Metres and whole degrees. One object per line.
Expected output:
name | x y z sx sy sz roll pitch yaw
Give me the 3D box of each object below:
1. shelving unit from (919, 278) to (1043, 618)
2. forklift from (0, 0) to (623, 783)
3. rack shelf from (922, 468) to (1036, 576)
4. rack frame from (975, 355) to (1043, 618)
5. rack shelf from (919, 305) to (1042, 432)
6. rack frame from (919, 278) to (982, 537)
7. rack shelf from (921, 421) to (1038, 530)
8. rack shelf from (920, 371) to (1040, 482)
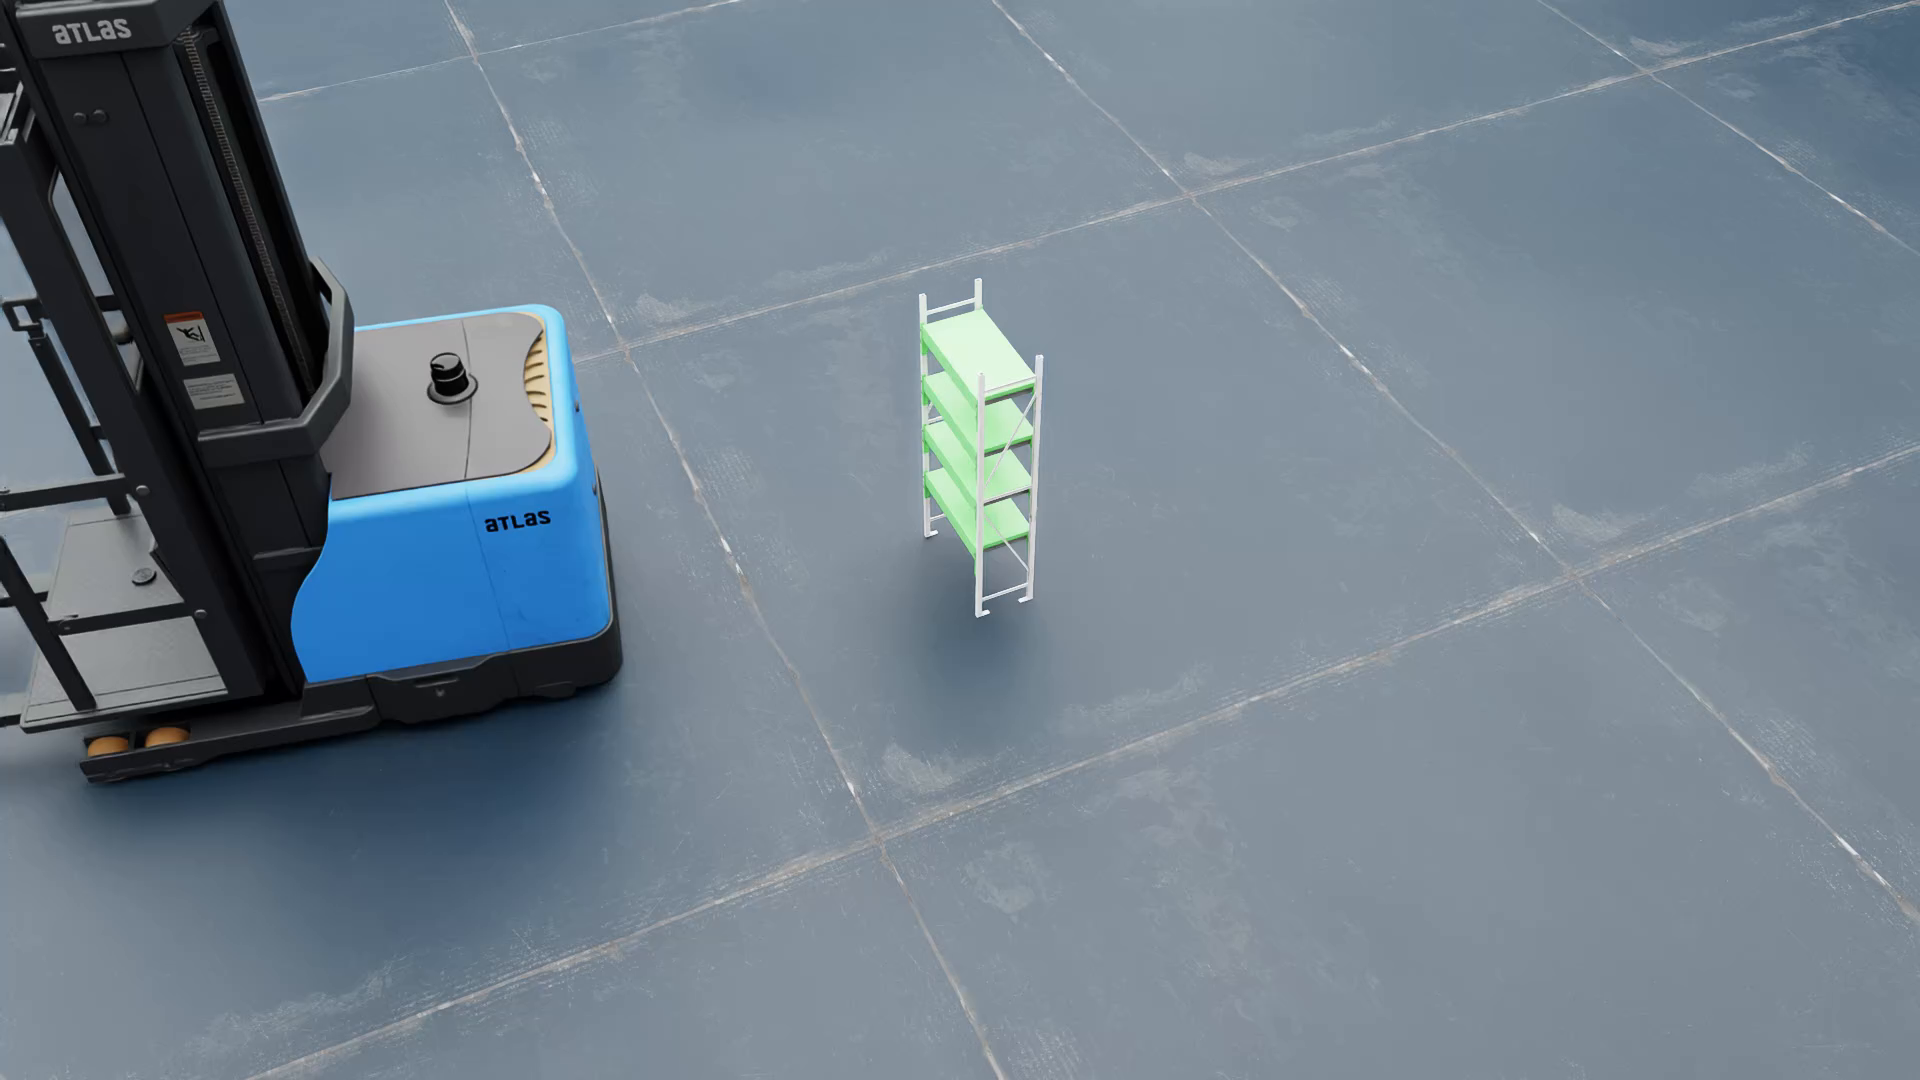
shelving unit | 0.070 -0.322 6.222 0.258 1.200 0.503 -18 47 -17
forklift | -2.828 -0.601 5.272 3.031 2.935 1.130 -9 45 -9
rack shelf | 0.070 -0.105 6.435 0.258 0.148 0.480 -18 47 -17
rack frame | 0.172 -0.166 6.064 0.240 1.200 0.015 -18 47 -17
rack shelf | 0.070 -0.618 5.929 0.258 0.148 0.480 -18 47 -17
rack frame | -0.033 -0.477 6.379 0.240 1.200 0.015 -18 47 -17
rack shelf | 0.070 -0.276 6.267 0.258 0.148 0.480 -18 47 -17
rack shelf | 0.070 -0.447 6.098 0.258 0.148 0.480 -18 47 -17
